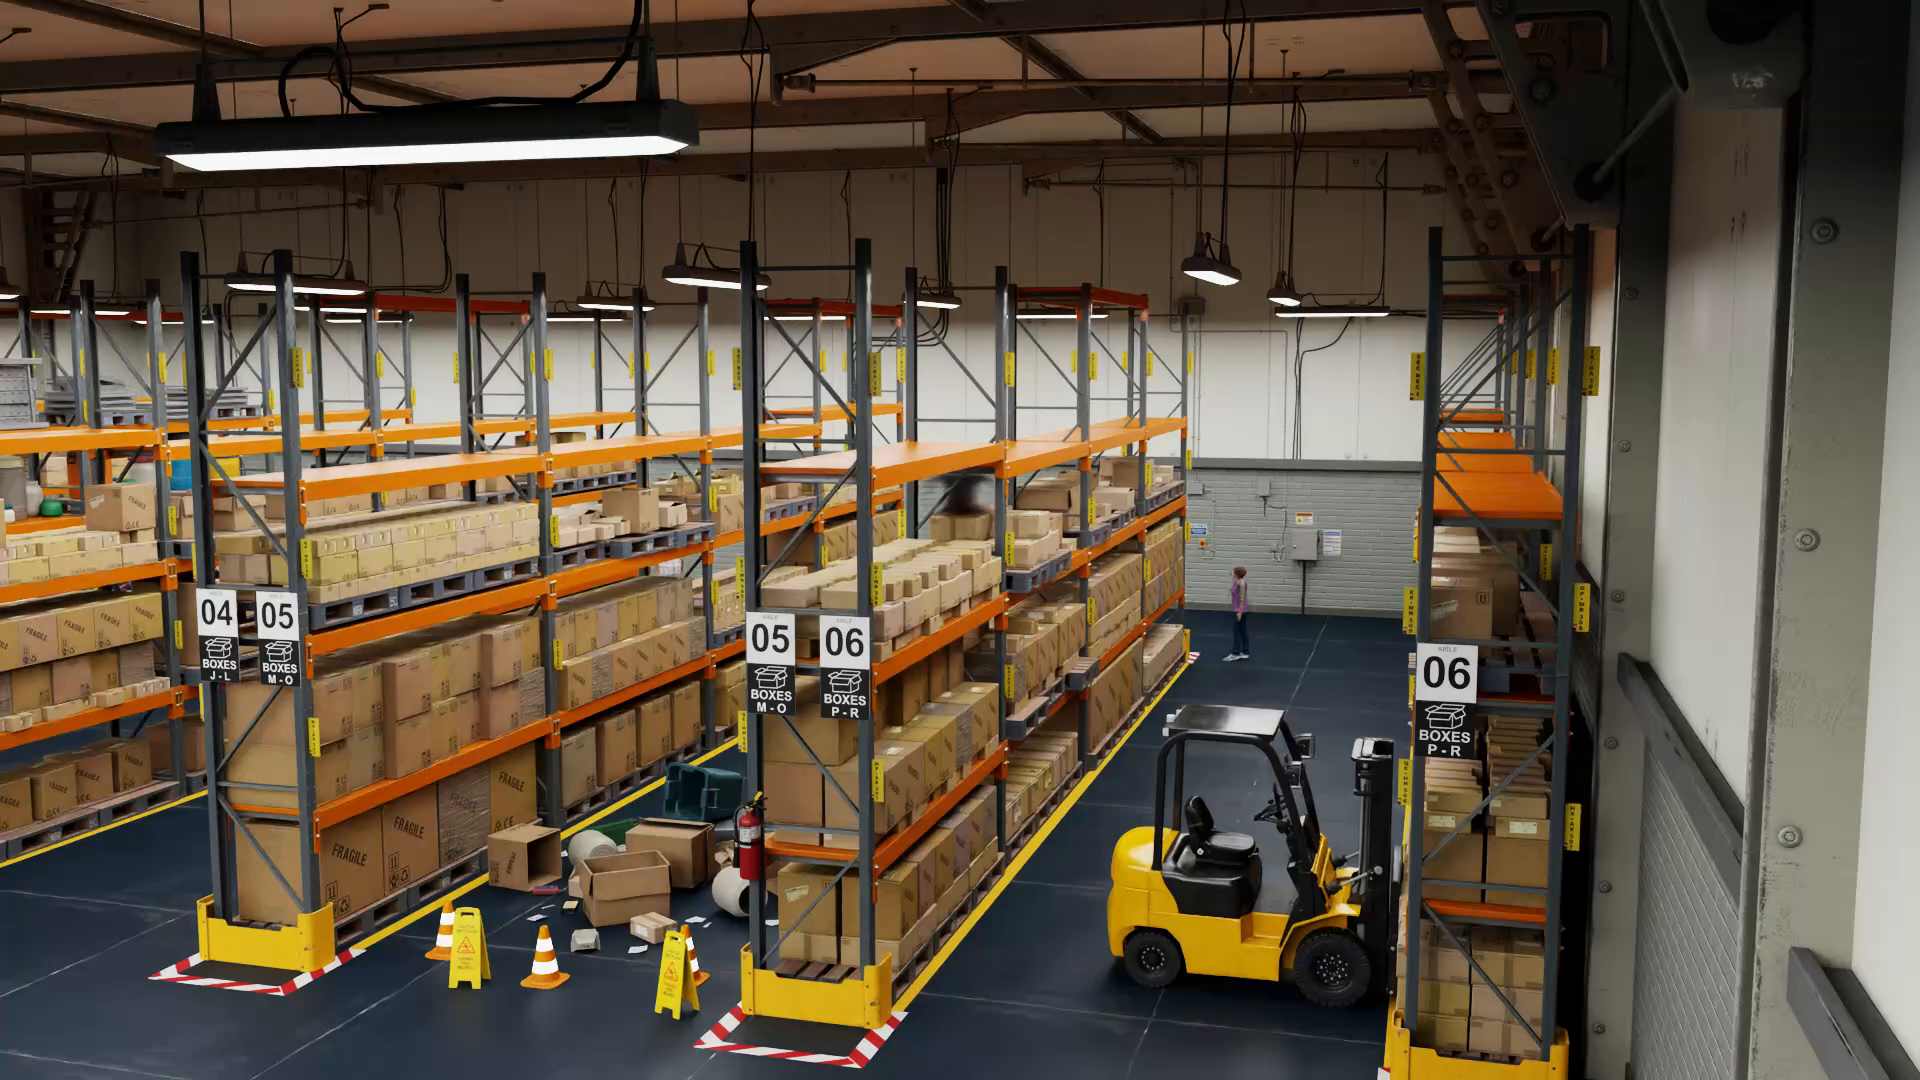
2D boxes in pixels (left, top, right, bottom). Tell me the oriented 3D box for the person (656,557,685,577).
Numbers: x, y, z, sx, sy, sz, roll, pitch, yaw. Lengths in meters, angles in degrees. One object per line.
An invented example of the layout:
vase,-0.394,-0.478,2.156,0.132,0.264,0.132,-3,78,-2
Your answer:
person,-5.665,0.636,32.538,0.554,1.755,0.621,-4,8,-34

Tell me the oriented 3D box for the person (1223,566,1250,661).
person,4.705,1.229,28.226,0.455,1.611,0.485,1,6,8
